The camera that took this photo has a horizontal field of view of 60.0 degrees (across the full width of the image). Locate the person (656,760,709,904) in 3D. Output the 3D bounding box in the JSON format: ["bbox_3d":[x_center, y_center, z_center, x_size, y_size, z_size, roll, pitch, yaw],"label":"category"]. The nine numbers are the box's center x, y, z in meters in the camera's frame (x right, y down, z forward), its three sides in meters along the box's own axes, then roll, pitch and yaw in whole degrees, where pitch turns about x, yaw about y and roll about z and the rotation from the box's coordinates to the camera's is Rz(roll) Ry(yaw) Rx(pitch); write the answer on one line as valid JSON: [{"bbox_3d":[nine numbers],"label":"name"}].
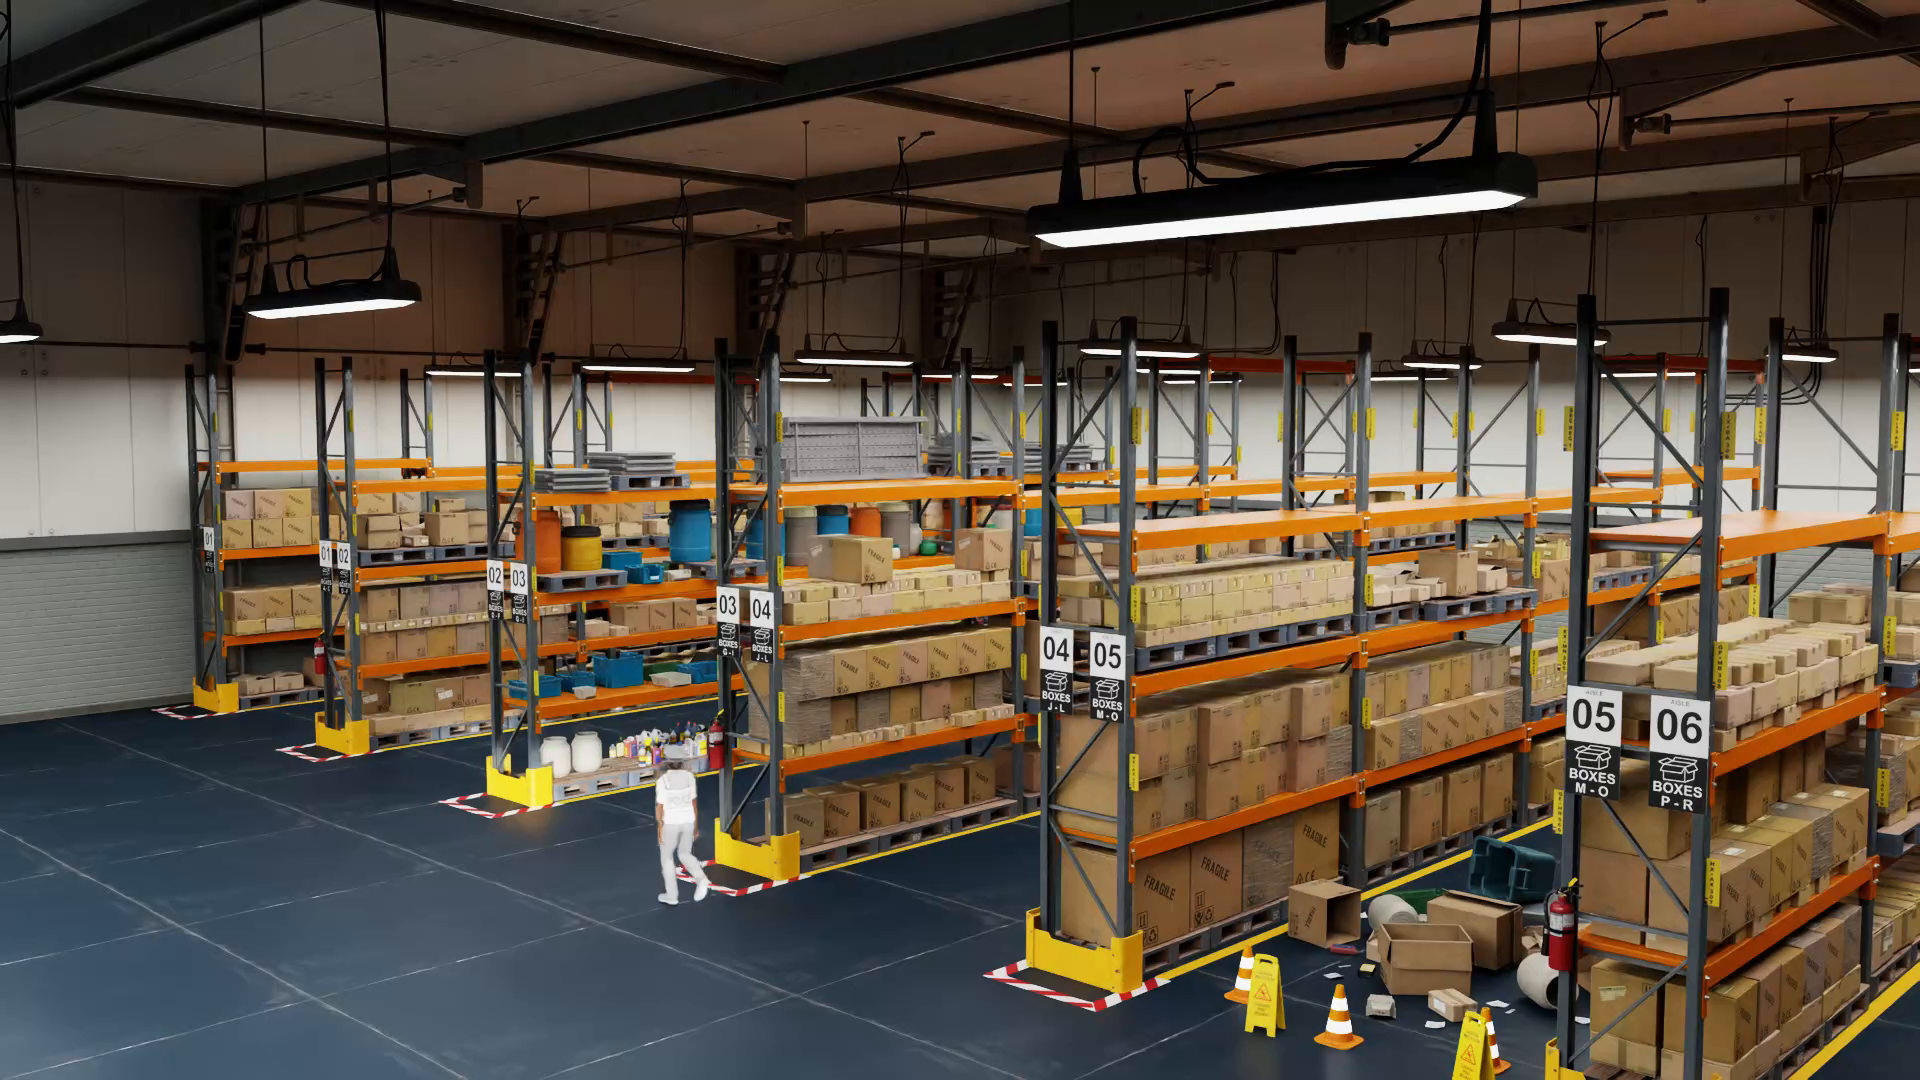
[{"bbox_3d":[-2.931,2.996,17.362,0.619,1.637,0.446,4,6,44],"label":"person"}]
